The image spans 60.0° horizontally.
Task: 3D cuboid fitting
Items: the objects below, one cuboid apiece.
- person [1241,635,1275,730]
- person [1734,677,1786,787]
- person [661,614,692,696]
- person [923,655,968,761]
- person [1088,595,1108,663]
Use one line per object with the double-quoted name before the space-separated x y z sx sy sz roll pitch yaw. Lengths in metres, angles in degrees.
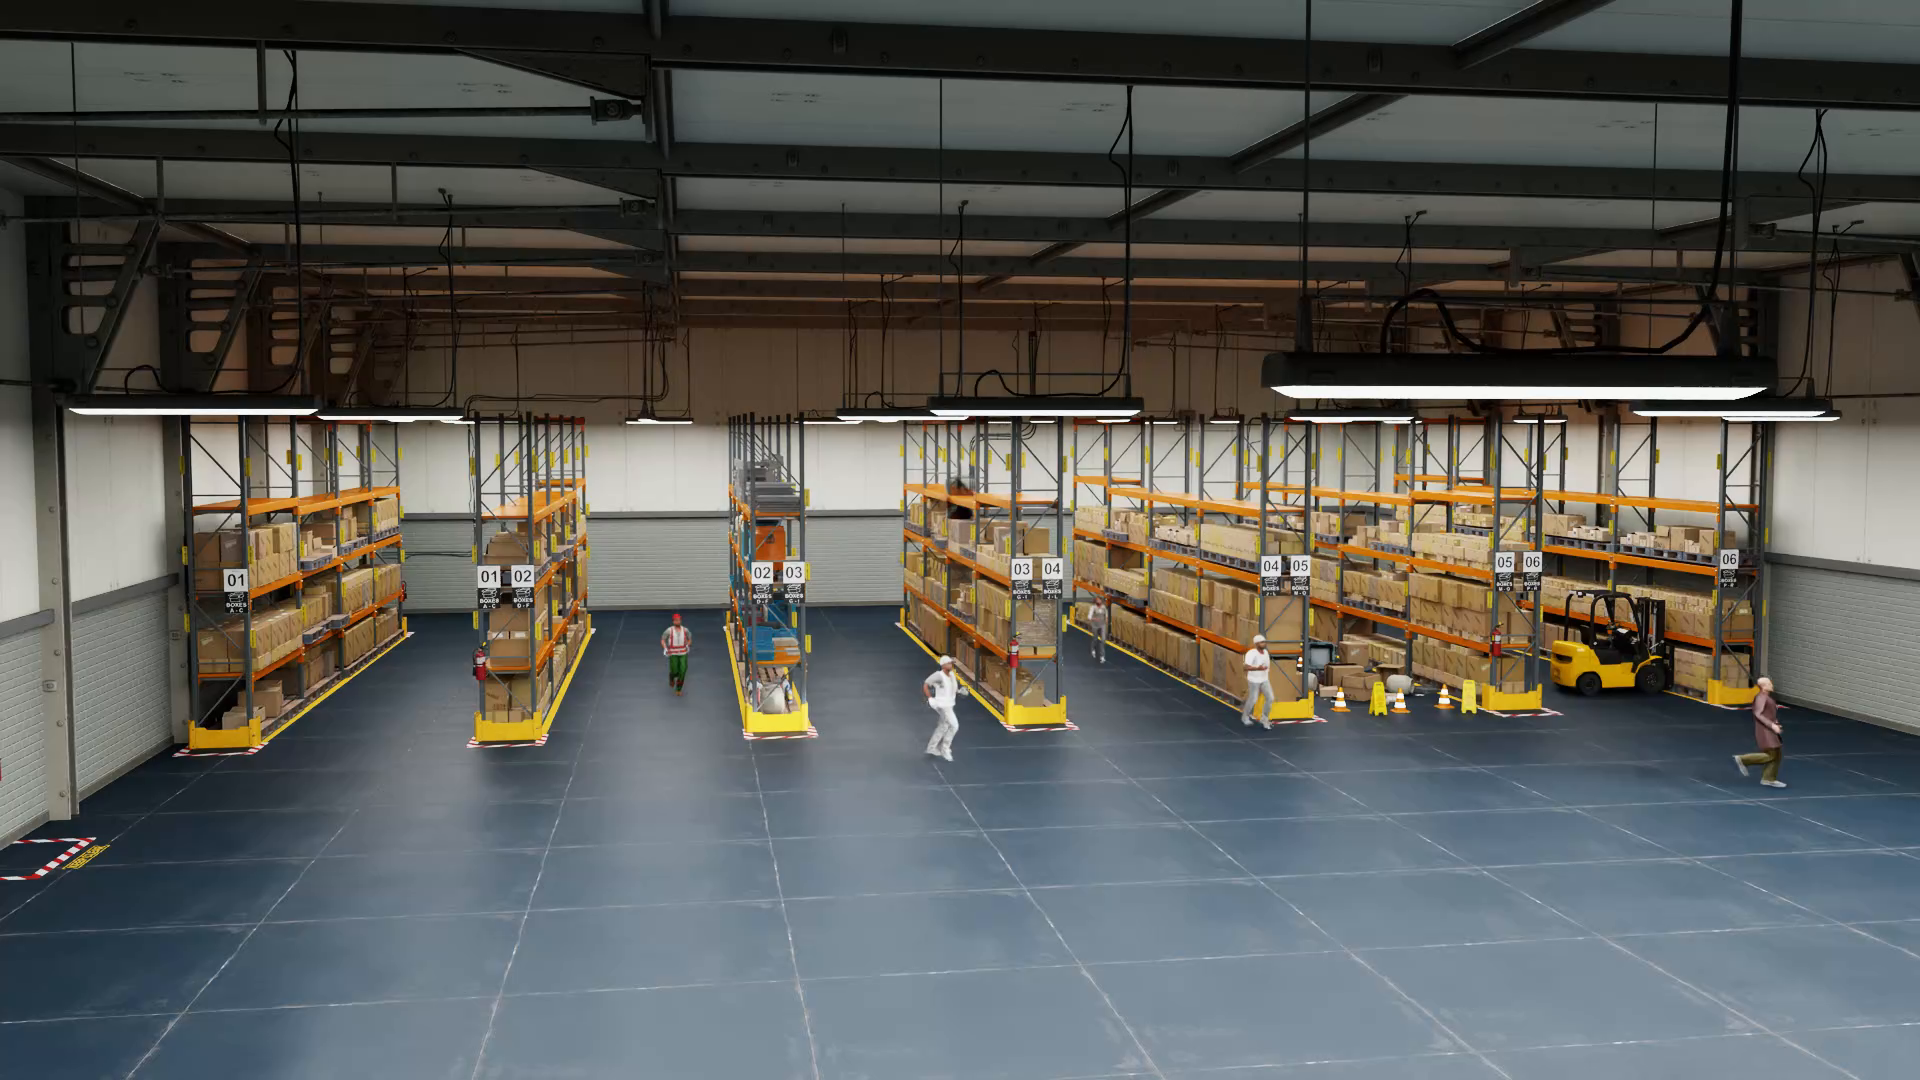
"person" 5.667 2.702 31.583 0.694 1.814 0.731 -2 5 -32
"person" 12.796 3.097 26.537 0.756 1.661 0.711 2 4 29
"person" -6.035 2.444 35.541 0.657 1.743 0.605 -2 4 -21
"person" -0.240 2.898 28.679 0.754 1.824 0.665 1 4 21
"person" 3.383 2.167 40.624 0.550 1.596 0.853 -1 4 -8
